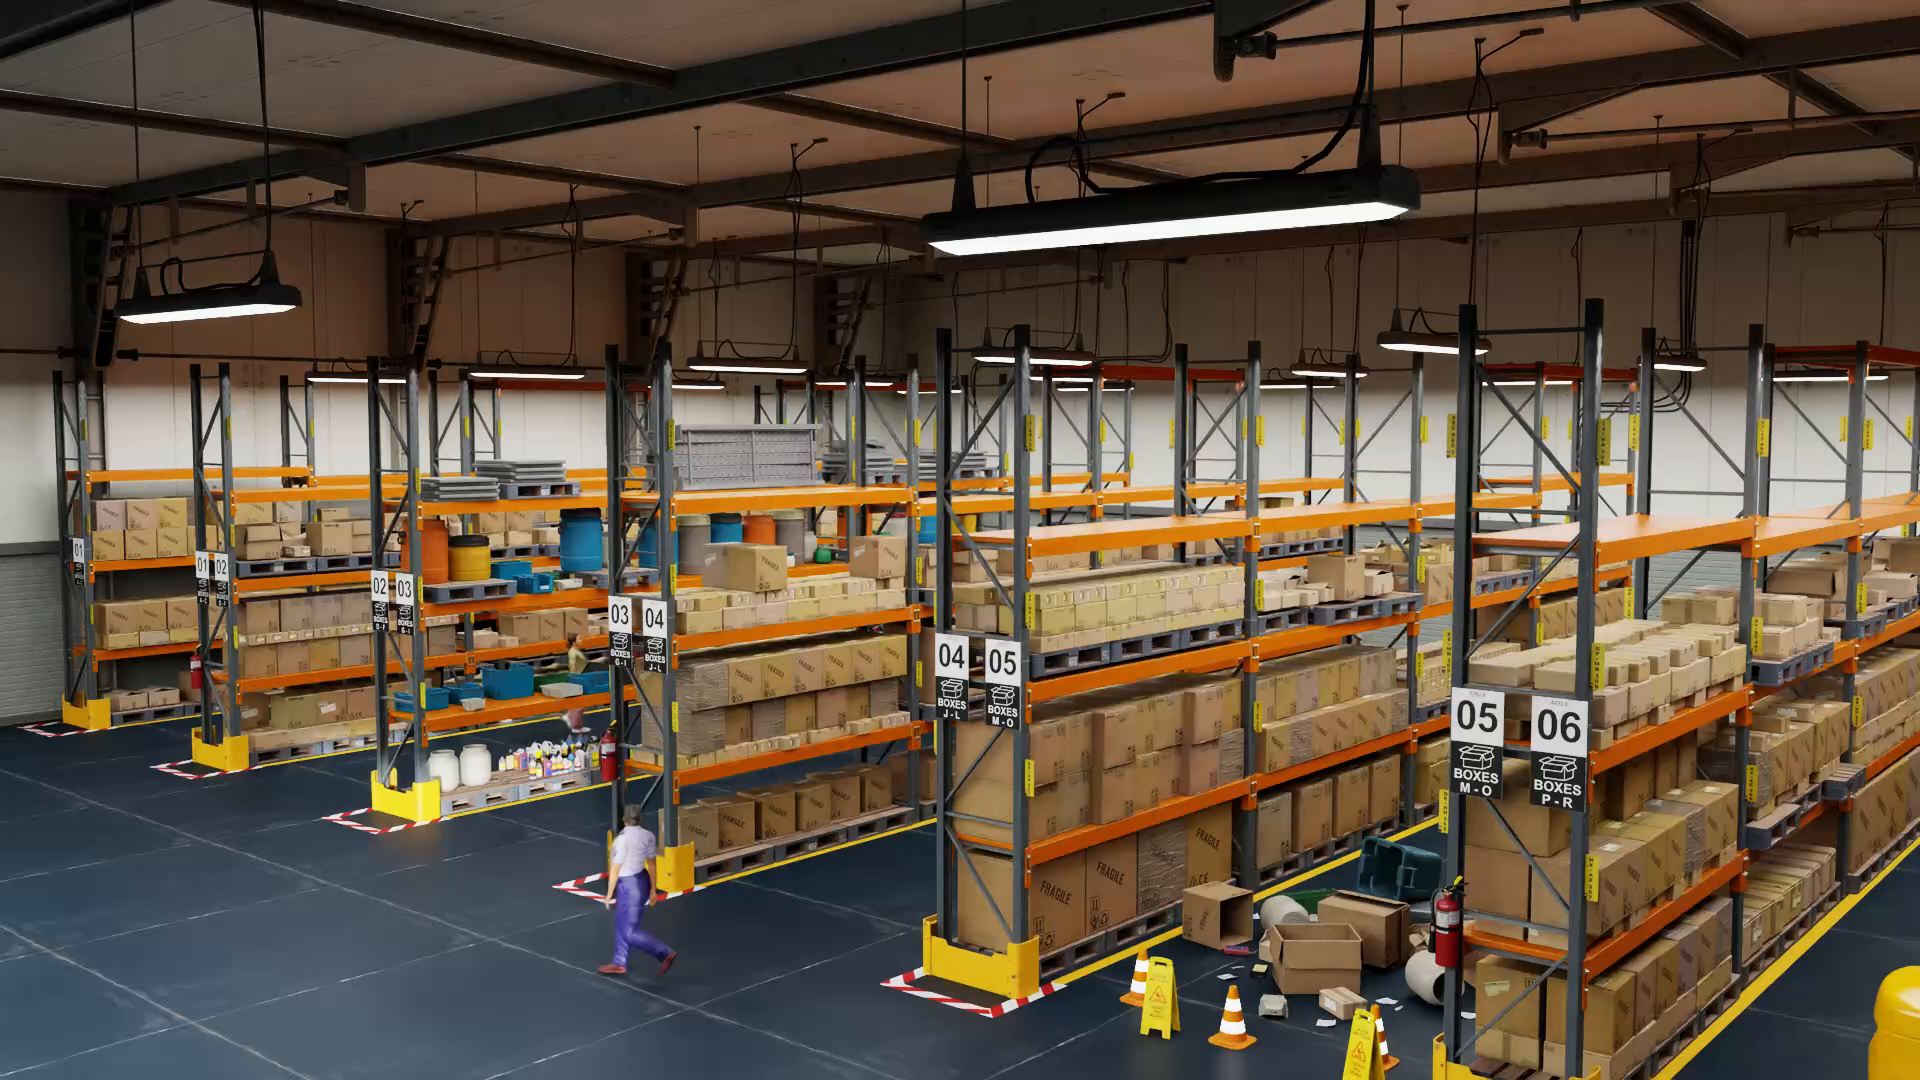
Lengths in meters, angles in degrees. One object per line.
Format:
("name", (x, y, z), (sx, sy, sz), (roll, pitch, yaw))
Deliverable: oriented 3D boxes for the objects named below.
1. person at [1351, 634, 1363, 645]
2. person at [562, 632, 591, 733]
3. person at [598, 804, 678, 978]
("person", (6.397, 2.349, 27.070), (0.484, 1.728, 1.072), (3, 5, 35))
("person", (-6.323, 2.343, 27.382), (0.470, 1.662, 0.458), (-1, 4, -13))
("person", (-3.003, 3.238, 15.363), (0.820, 1.625, 0.448), (0, 4, 6))
